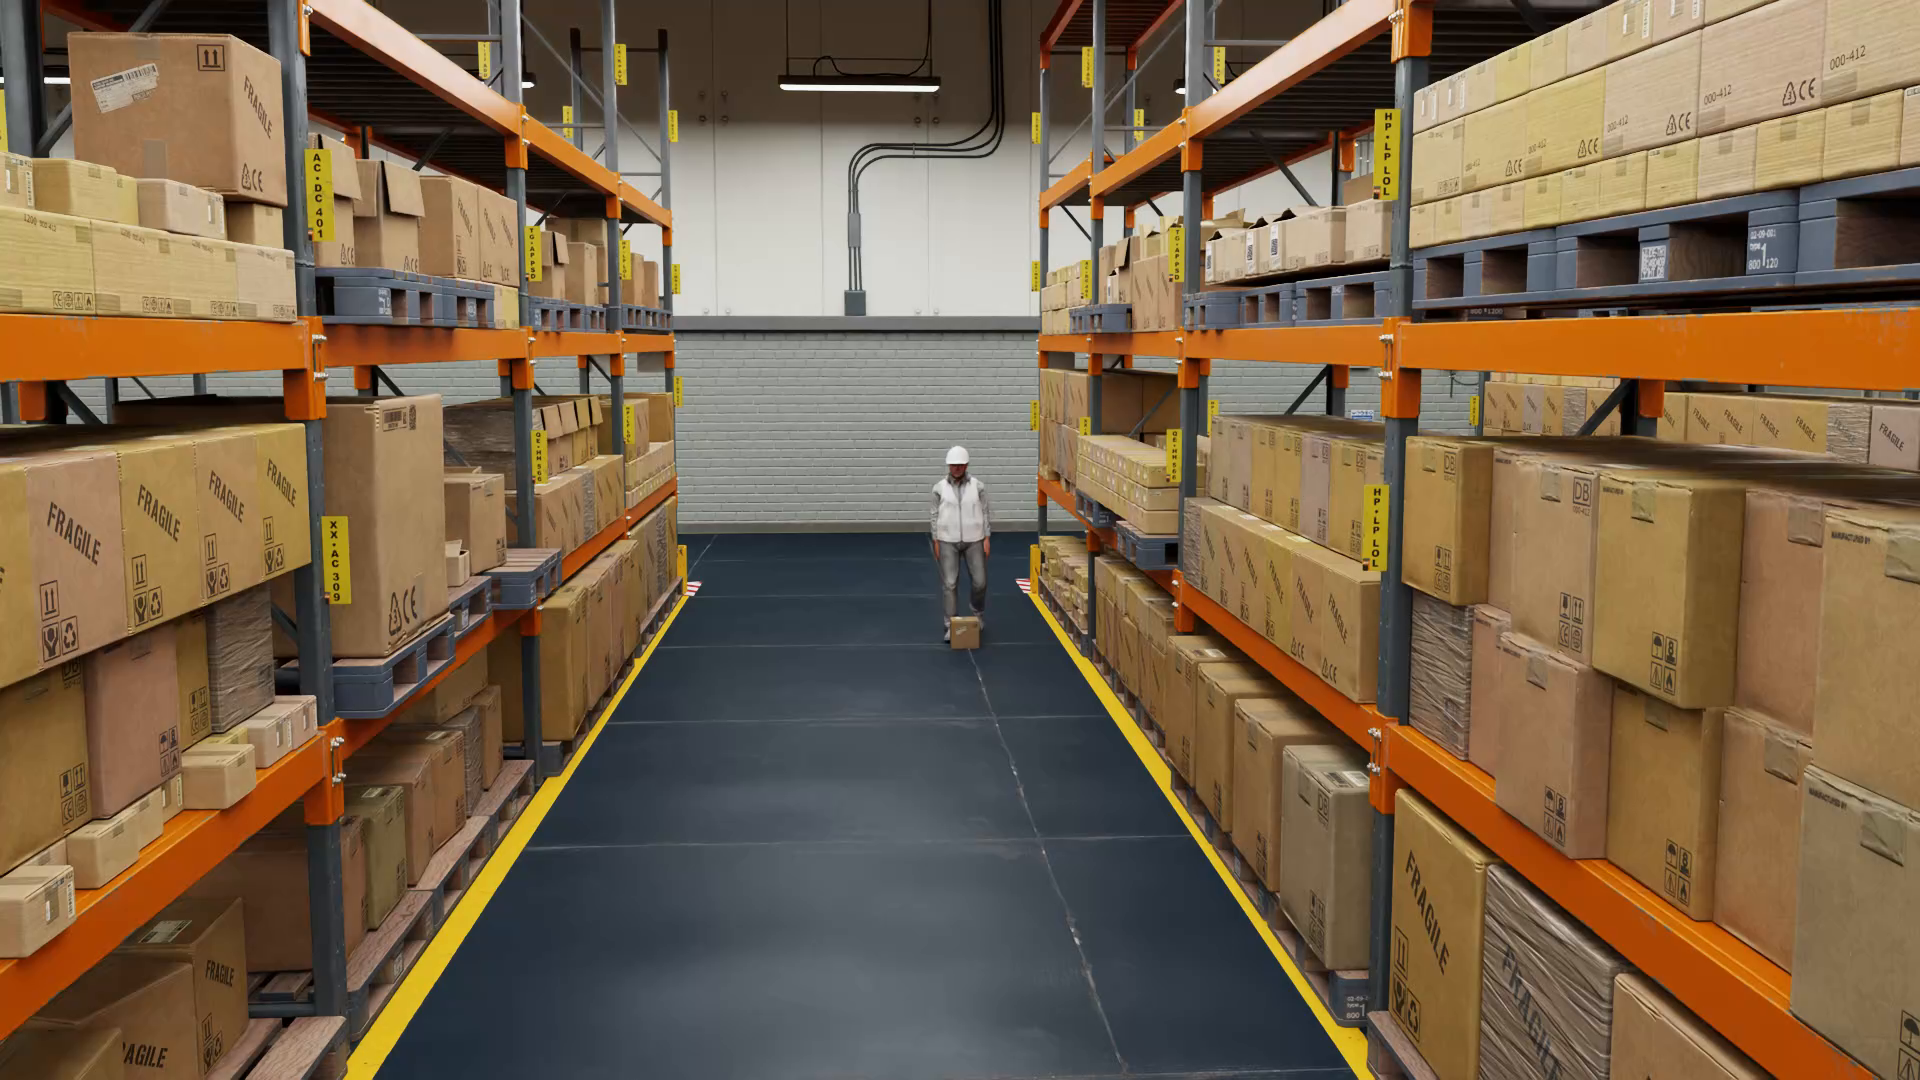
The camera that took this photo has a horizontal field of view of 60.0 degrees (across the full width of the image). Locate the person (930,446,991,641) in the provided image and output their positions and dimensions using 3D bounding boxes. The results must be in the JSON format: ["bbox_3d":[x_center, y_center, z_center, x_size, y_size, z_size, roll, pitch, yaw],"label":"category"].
[{"bbox_3d":[0.007,0.021,15.393,0.559,1.772,0.633,0,7,-3],"label":"person"}]
